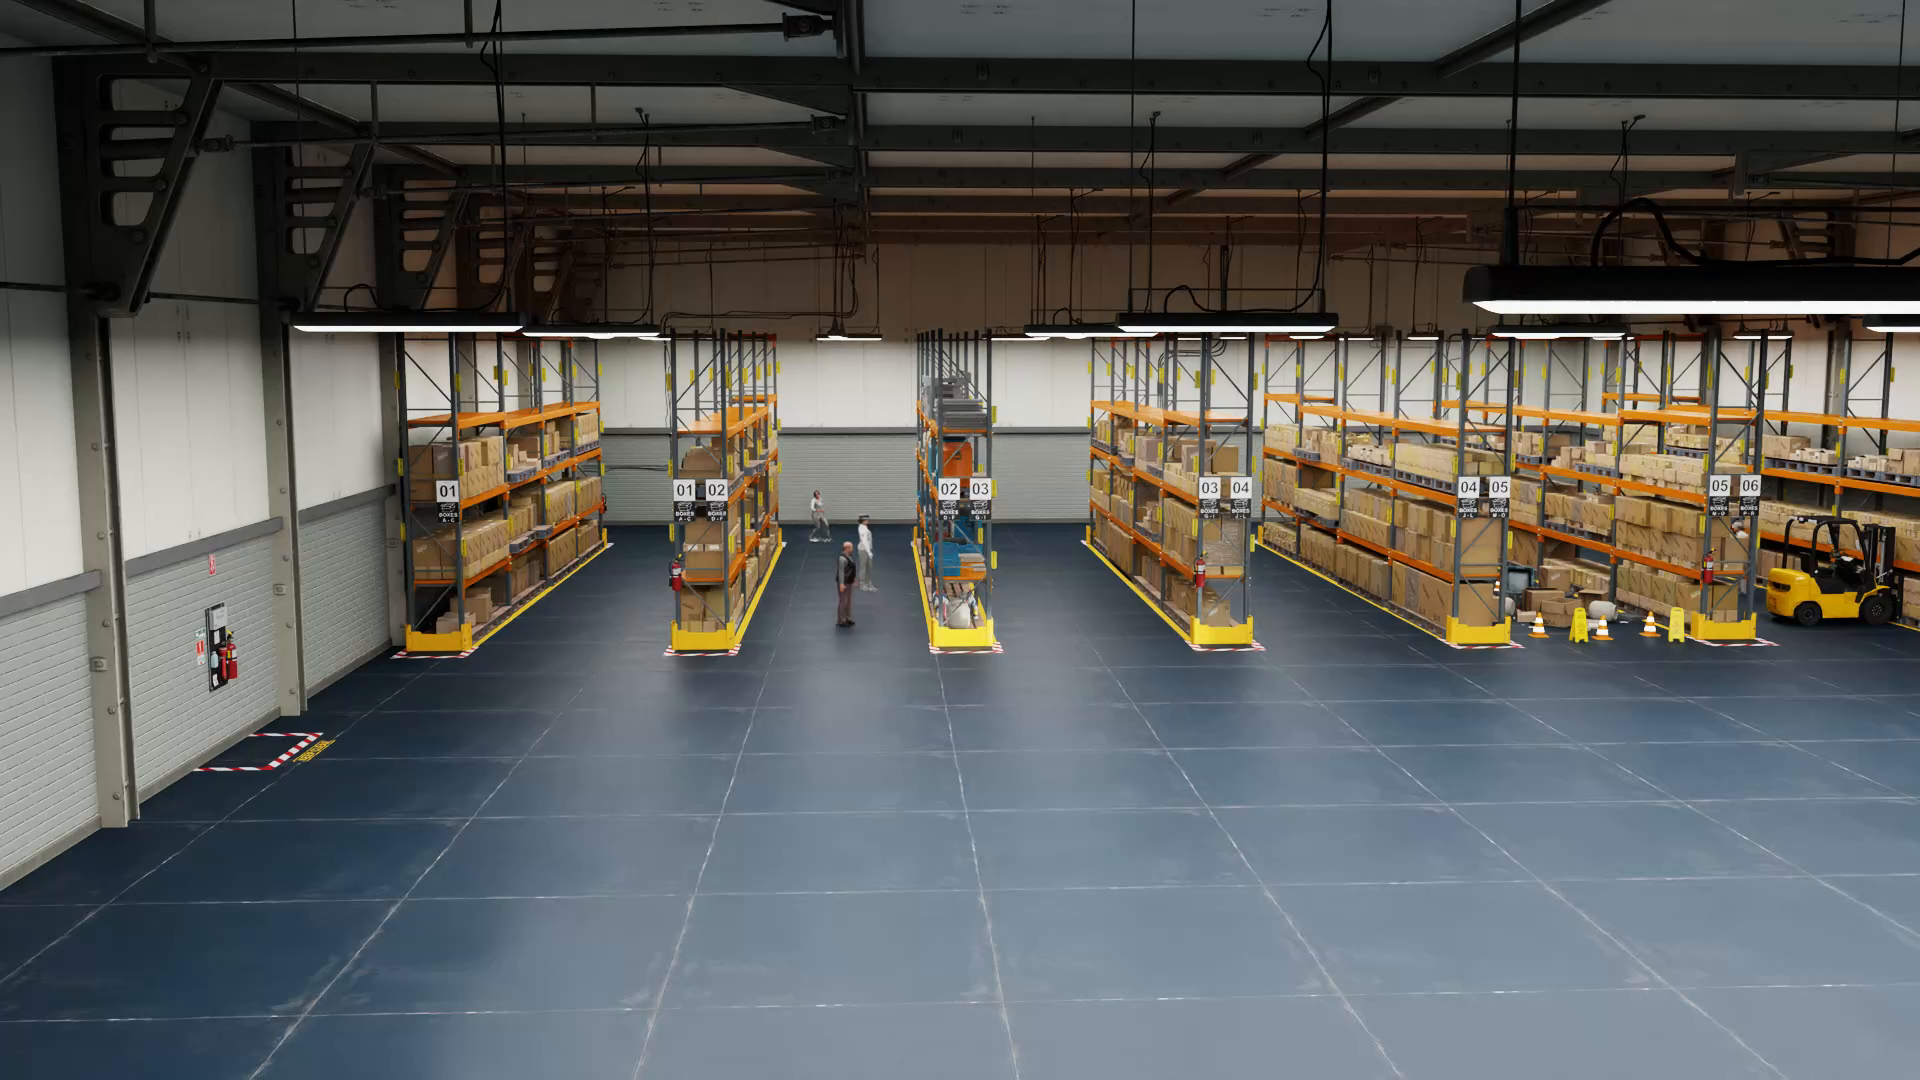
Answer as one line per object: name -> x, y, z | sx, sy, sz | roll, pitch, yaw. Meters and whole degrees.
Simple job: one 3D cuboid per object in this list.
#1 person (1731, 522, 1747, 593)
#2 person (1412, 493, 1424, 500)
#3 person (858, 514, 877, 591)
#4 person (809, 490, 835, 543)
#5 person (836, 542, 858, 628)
person -> 17.825, 0.397, 38.173 | 0.548, 1.661, 0.814 | -2, 7, -14
person -> 13.967, -1.065, 50.518 | 0.536, 1.656, 0.450 | -2, 7, -17
person -> -2.069, 0.288, 36.673 | 0.480, 1.715, 0.493 | 3, 7, 23
person -> -4.062, -0.661, 47.930 | 0.740, 1.560, 0.616 | 3, 7, 23
person -> -2.311, 0.895, 33.775 | 0.400, 1.743, 0.570 | 2, 7, 16
